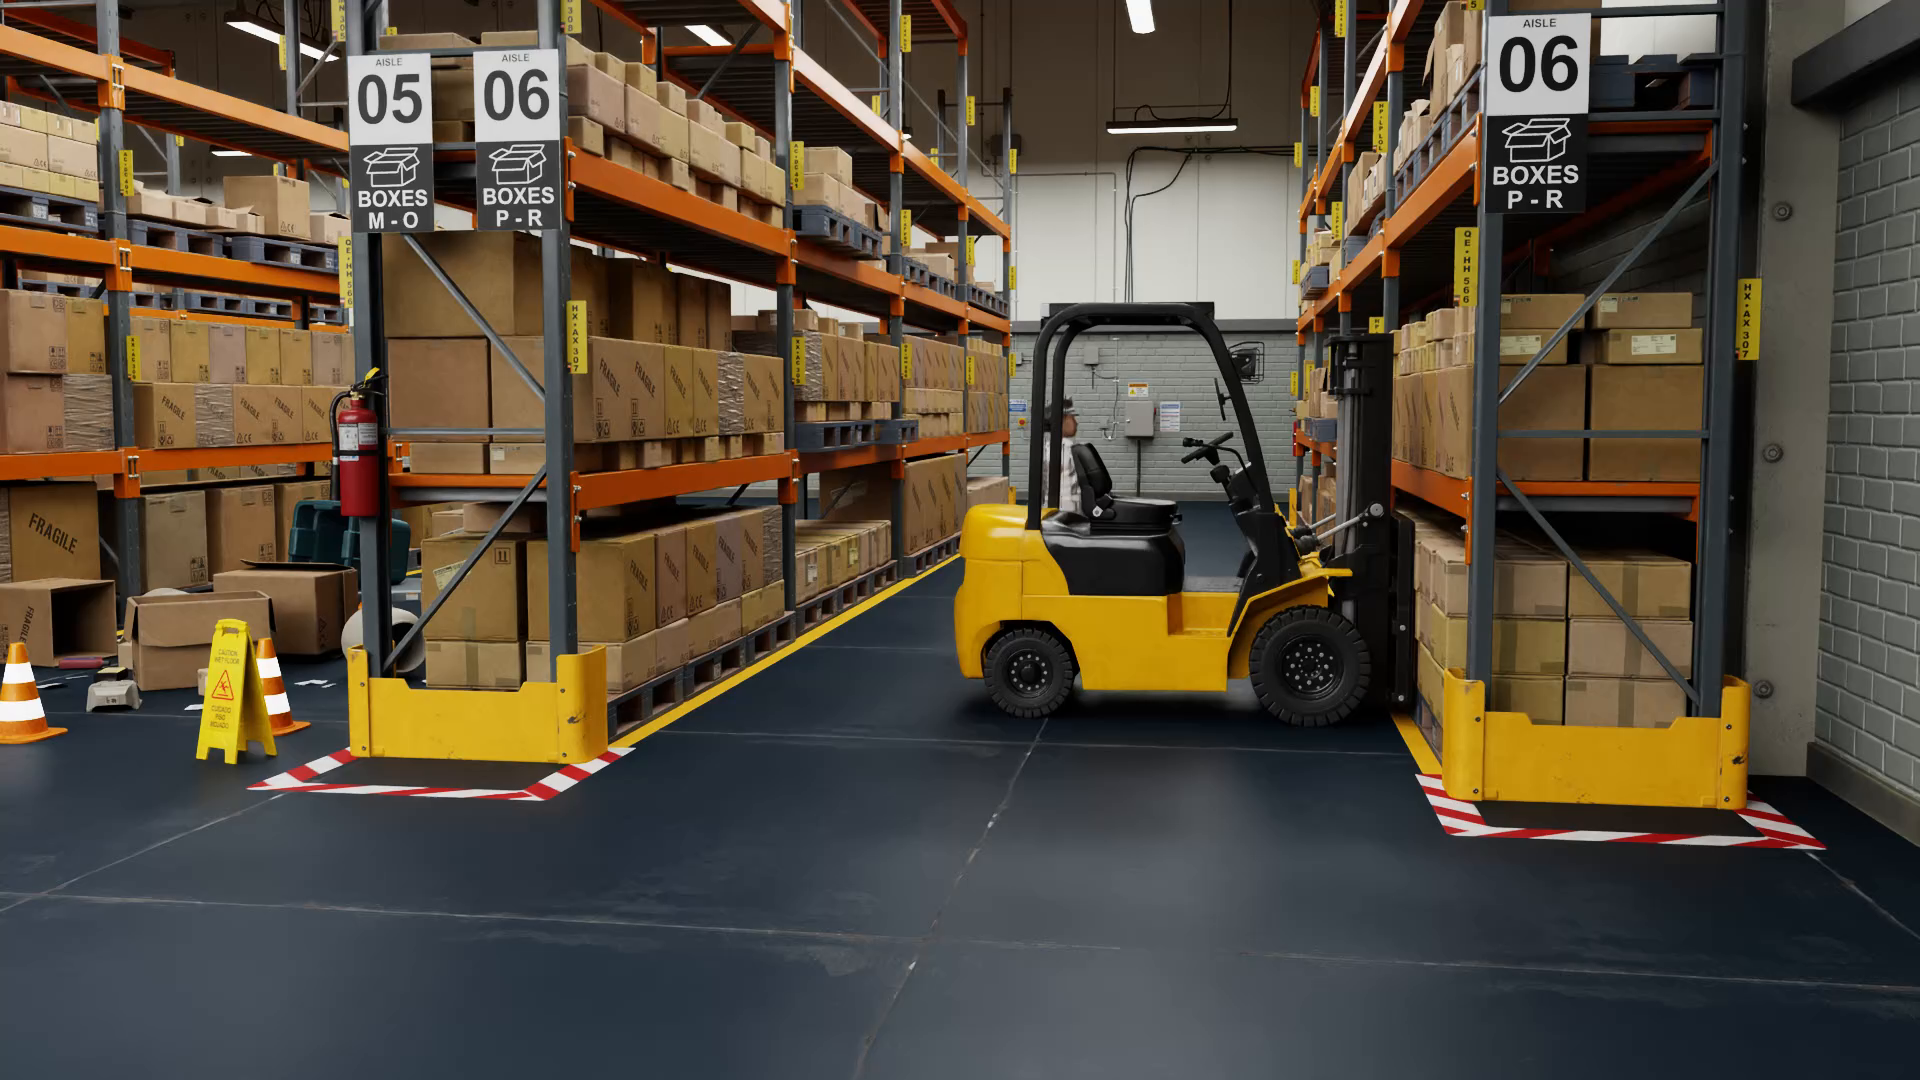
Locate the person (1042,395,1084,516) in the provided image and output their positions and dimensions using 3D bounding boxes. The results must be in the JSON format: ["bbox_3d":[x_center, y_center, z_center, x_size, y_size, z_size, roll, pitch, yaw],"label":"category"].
[{"bbox_3d":[0.773,-0.061,10.549,0.615,1.713,0.500,0,5,5],"label":"person"}]
